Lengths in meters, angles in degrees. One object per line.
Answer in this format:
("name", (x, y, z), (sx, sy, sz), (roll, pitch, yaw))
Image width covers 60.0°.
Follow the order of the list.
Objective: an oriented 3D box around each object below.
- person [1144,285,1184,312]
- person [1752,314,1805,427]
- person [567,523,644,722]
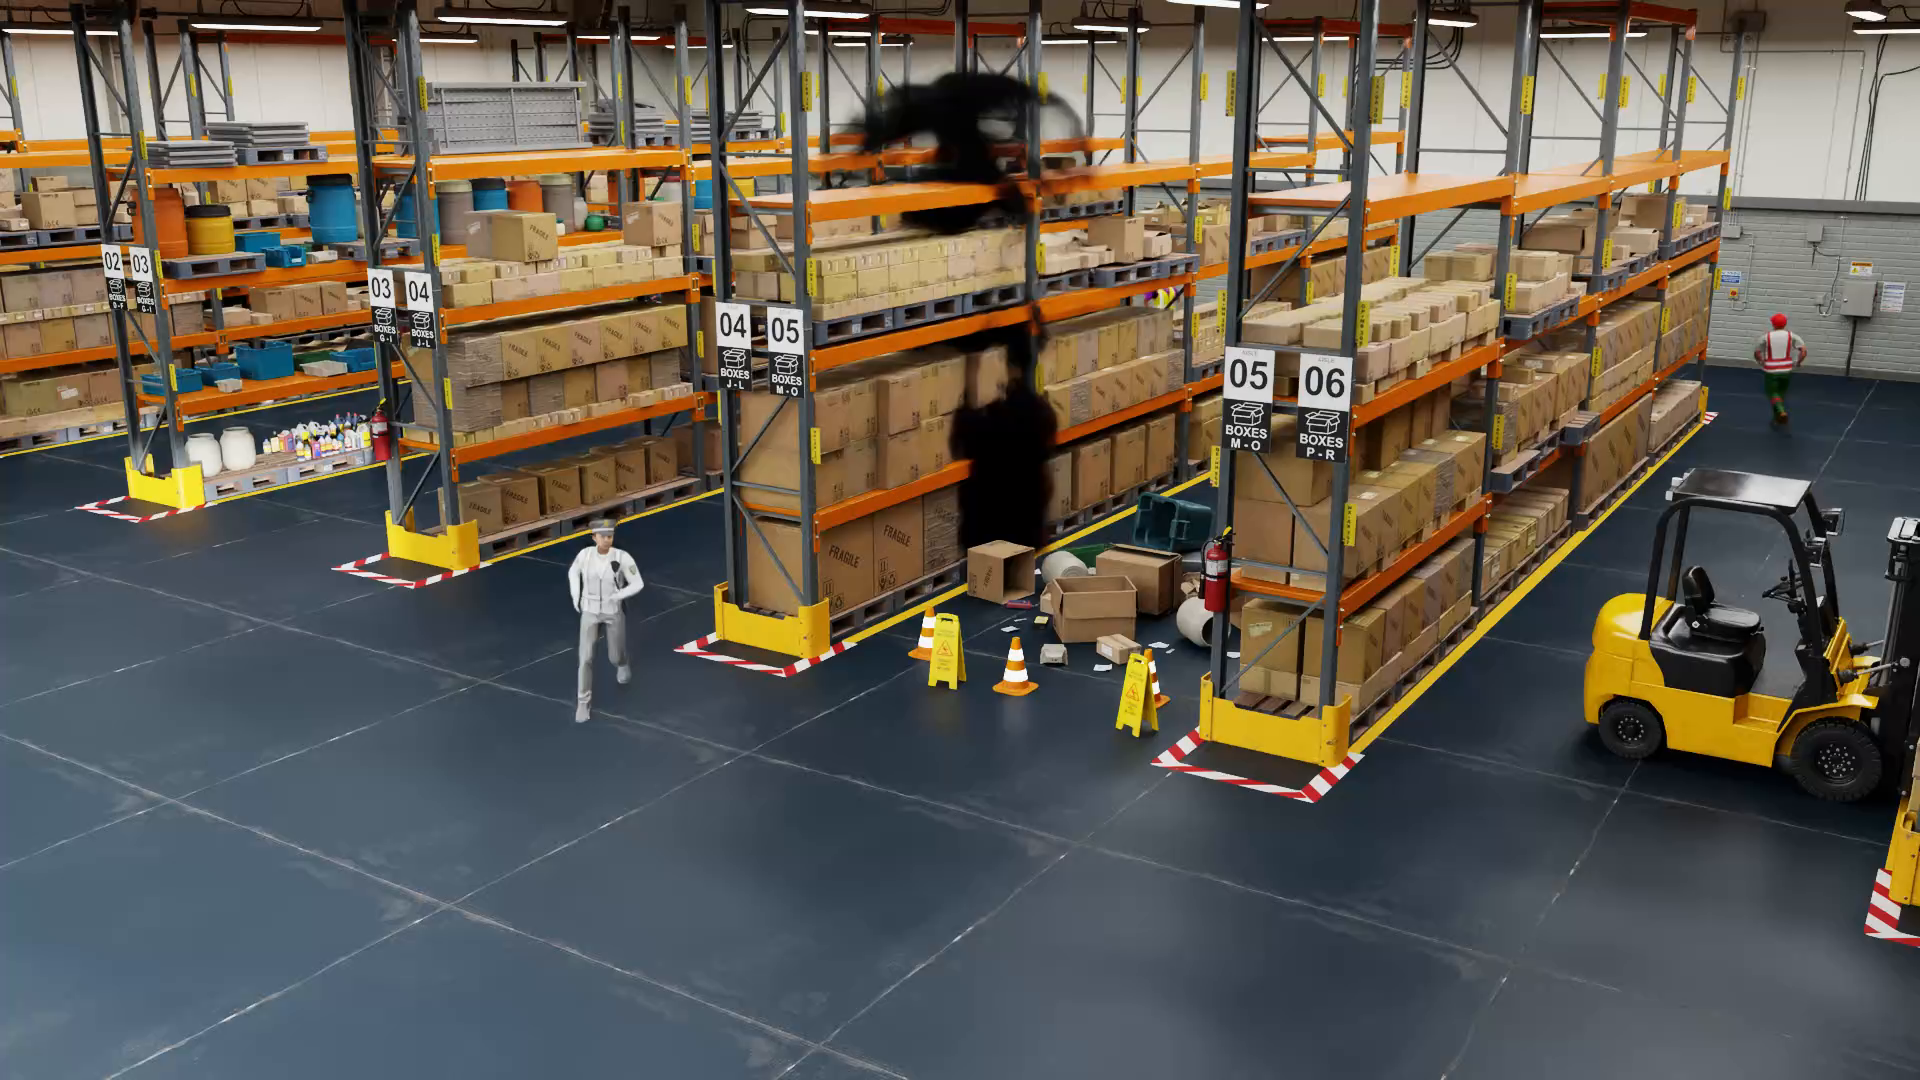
("person", (3.930, -4.233, 31.288), (0.757, 1.753, 0.636), (-8, 18, -27))
("person", (12.360, -2.557, 25.200), (0.715, 1.742, 0.602), (3, 16, 11))
("person", (-2.962, 0.643, 13.923), (0.646, 1.664, 0.670), (-1, 16, -3))
